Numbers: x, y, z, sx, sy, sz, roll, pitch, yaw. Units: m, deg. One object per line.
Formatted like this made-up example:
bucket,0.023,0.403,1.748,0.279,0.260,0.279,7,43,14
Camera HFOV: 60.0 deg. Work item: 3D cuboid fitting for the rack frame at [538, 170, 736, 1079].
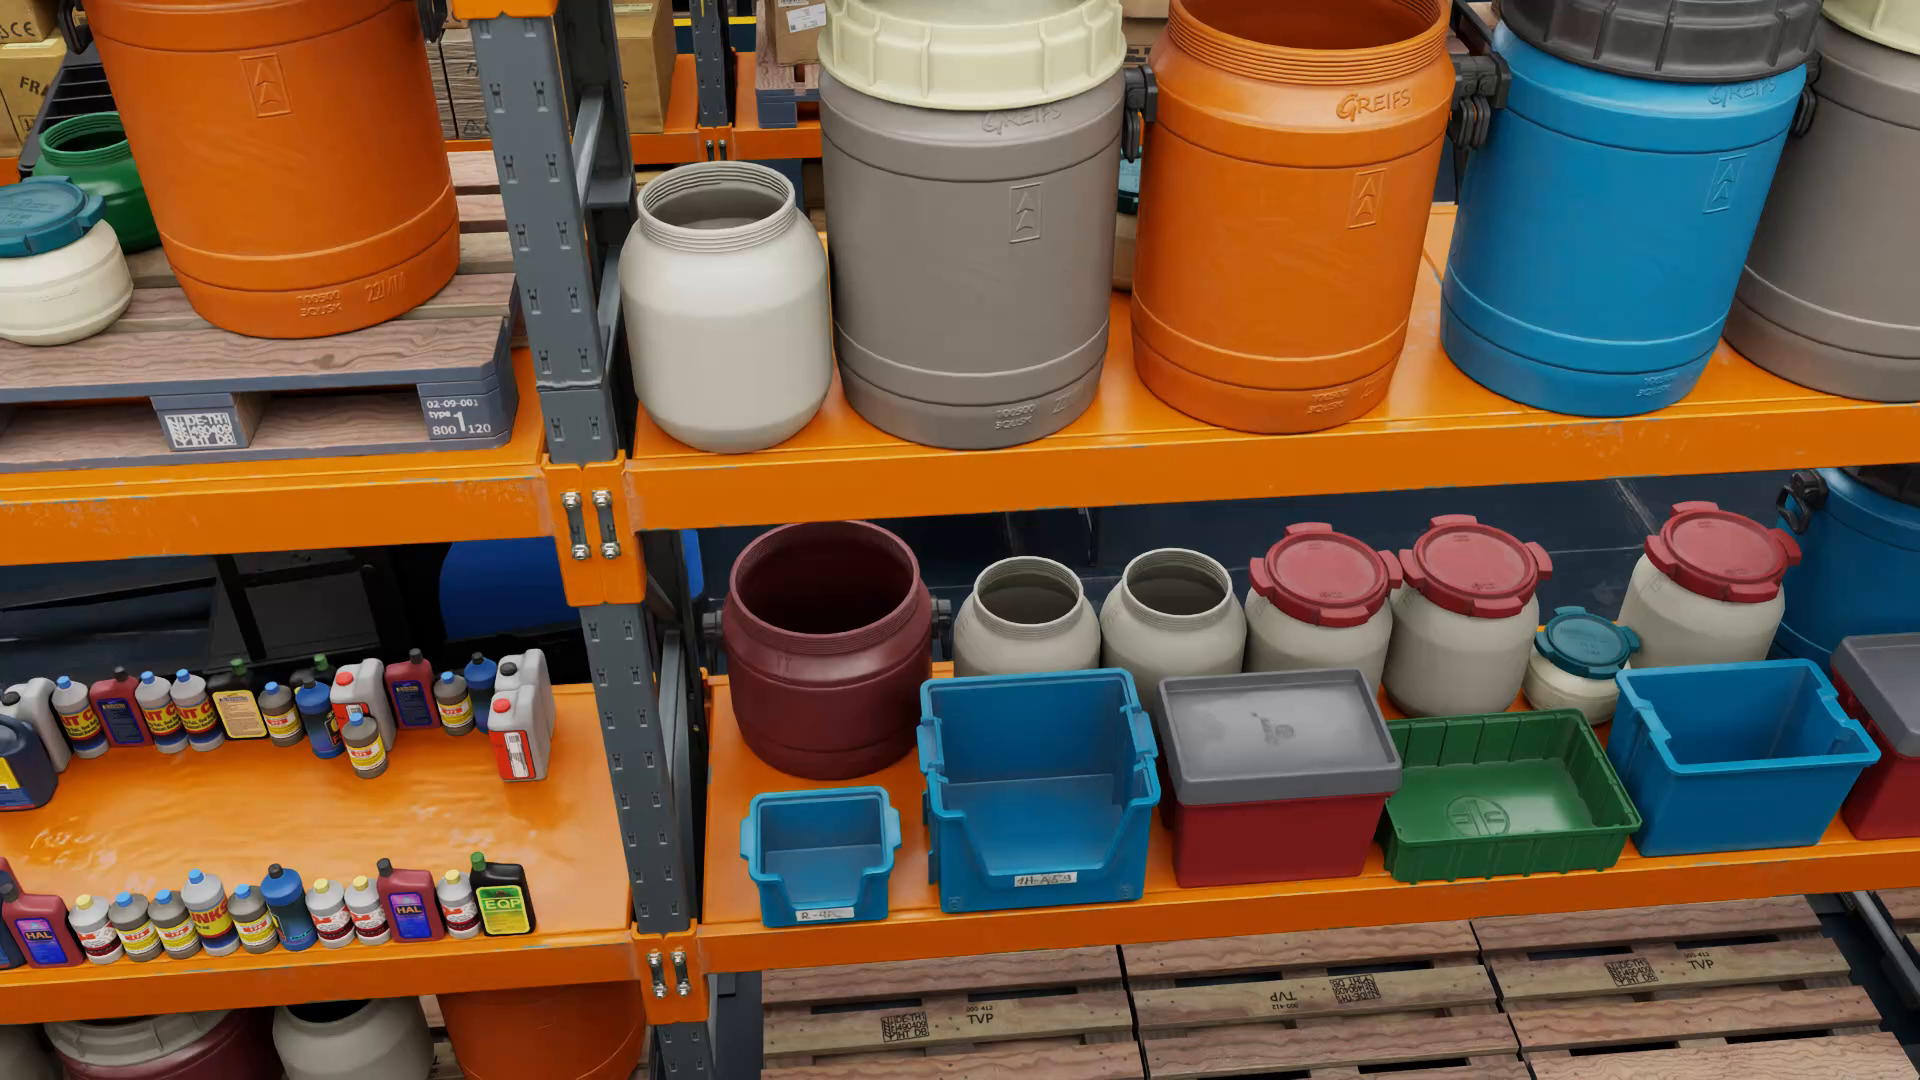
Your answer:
rack frame,-0.815,0.575,4.600,0.127,3.000,1.000,-3,38,-4

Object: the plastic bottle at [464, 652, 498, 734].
plastic bottle,-1.392,0.439,4.876,0.097,0.271,0.097,0,38,0

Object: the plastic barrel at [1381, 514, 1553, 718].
plastic barrel,1.467,0.259,4.890,0.433,0.535,0.433,0,38,0

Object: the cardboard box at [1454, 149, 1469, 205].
cardboard box,3.133,-1.882,9.392,0.500,0.500,0.500,-4,38,-5

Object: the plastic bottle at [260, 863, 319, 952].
plastic bottle,-1.720,0.929,4.255,0.097,0.271,0.097,0,38,0

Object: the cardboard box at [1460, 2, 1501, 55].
cardboard box,2.919,-2.795,9.074,0.250,0.149,0.380,-3,38,-4

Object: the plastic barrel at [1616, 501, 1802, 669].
plastic barrel,2.197,0.219,4.941,0.433,0.535,0.433,0,38,0

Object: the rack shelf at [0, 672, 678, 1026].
rack shelf,-2.807,0.967,4.684,4.000,0.370,1.077,-3,38,-4

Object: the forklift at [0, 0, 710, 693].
forklift,-2.637,-0.740,6.322,3.031,2.935,1.130,-9,39,-11

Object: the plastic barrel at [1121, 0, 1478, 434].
plastic barrel,0.674,-0.719,3.471,0.708,0.830,0.600,-3,38,-4

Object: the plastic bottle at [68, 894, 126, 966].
plastic bottle,-2.205,0.983,4.243,0.097,0.201,0.097,0,38,0

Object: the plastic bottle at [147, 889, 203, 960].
plastic bottle,-2.011,0.972,4.256,0.097,0.201,0.097,0,38,0

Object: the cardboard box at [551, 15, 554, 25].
cardboard box,-1.983,-2.884,8.093,0.637,0.503,0.797,-2,38,-2

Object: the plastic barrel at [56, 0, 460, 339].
plastic barrel,-1.380,-0.907,3.371,0.708,0.830,0.600,-3,38,-4

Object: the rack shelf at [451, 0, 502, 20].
rack shelf,-2.807,-1.231,2.950,4.000,0.370,1.077,-3,38,-4

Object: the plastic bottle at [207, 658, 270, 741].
plastic bottle,-2.102,0.462,4.837,0.133,0.283,0.061,-3,38,-4

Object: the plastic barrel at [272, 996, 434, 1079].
plastic barrel,-1.855,1.510,5.084,0.421,0.512,0.421,0,38,0

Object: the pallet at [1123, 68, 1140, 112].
pallet,0.715,-2.540,8.702,1.213,0.211,1.003,-3,38,-4

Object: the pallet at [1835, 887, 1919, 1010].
pallet,3.842,1.439,5.756,1.213,0.211,1.003,-3,38,-4

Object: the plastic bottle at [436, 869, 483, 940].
plastic bottle,-1.296,0.933,4.306,0.097,0.201,0.097,0,38,0

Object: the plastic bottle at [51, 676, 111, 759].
plastic bottle,-2.543,0.502,4.796,0.097,0.271,0.097,0,38,0

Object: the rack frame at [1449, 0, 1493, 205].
rack frame,2.731,-2.701,8.751,0.127,3.000,1.000,-3,38,-4

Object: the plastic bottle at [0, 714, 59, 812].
plastic bottle,-2.668,0.587,4.624,0.185,0.351,0.144,-3,38,-4

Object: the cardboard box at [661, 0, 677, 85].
cardboard box,-1.762,-2.662,8.621,0.500,0.500,0.500,-2,38,-3

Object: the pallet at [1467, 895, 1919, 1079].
pallet,2.391,1.517,5.657,1.213,0.211,1.003,-3,38,-4

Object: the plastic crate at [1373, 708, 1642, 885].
plastic crate,1.460,0.708,4.602,0.662,0.188,0.450,-3,38,-4

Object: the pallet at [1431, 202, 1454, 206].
pallet,3.397,-1.665,9.690,1.213,0.211,1.003,-3,38,-4

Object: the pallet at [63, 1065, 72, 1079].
pallet,-2.809,1.803,5.294,1.213,0.211,1.003,-3,38,-4

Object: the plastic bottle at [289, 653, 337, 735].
plastic bottle,-1.873,0.449,4.853,0.133,0.283,0.061,-3,38,-4

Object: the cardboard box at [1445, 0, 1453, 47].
cardboard box,1.927,-3.144,8.490,1.000,1.000,1.000,-3,38,-4

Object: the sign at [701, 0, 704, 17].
sign,-1.201,-2.594,7.681,0.005,0.325,0.100,-3,38,-4

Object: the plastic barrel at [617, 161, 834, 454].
plastic barrel,-0.478,-0.475,3.418,0.421,0.512,0.421,0,38,0

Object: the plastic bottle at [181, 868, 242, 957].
plastic bottle,-1.914,0.940,4.241,0.097,0.271,0.097,0,38,0

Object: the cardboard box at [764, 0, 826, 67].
cardboard box,-0.719,-2.740,8.381,0.500,0.500,0.500,-8,39,-10

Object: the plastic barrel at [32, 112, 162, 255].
plastic barrel,-1.890,-0.791,3.695,0.294,0.245,0.294,0,38,0

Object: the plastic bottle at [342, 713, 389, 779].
plastic bottle,-1.706,0.578,4.756,0.097,0.201,0.097,0,38,0

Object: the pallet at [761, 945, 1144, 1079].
pallet,-0.040,1.651,5.488,1.213,0.211,1.003,-3,38,-4

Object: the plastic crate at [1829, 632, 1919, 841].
plastic crate,2.714,0.545,4.586,0.583,0.464,0.402,-3,38,-4

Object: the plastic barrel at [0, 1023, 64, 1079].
plastic barrel,-2.980,1.572,5.006,0.421,0.512,0.421,0,38,0

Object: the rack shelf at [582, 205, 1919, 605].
rack shelf,1.178,-0.430,4.033,4.000,0.370,1.077,-3,38,-4

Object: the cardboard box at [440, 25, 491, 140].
cardboard box,-2.220,-2.317,8.184,0.500,0.500,0.500,-3,38,-4

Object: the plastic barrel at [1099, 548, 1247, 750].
plastic barrel,0.611,0.319,4.833,0.421,0.512,0.421,0,38,0

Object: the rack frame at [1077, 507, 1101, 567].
rack frame,0.591,-0.621,7.327,0.032,1.500,0.500,-3,38,-4

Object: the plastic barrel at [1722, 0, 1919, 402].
plastic barrel,2.031,-0.822,3.543,0.600,0.901,0.600,0,38,0

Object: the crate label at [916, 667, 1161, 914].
crate label,0.199,0.673,4.447,0.616,0.435,0.502,-3,38,-4

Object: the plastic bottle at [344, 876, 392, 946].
plastic bottle,-1.526,0.946,4.290,0.097,0.201,0.097,0,38,0

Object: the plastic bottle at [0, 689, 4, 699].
plastic bottle,-2.815,0.501,4.734,0.185,0.351,0.144,-3,38,-4

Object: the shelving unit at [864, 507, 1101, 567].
shelving unit,0.085,-0.593,7.291,1.048,1.500,0.538,-3,38,-4

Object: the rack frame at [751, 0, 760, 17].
rack frame,-1.592,-5.547,12.359,0.127,3.000,1.000,-3,38,-4

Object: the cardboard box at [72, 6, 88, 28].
cardboard box,-3.917,-2.766,7.943,0.637,0.503,0.797,-3,38,-3

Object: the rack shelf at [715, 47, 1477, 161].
rack shelf,0.739,-2.309,8.835,4.000,0.370,1.077,-3,38,-4

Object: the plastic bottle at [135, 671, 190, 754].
plastic bottle,-2.313,0.490,4.812,0.097,0.271,0.097,0,38,0

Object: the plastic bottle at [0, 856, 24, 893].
plastic bottle,-2.515,0.890,4.295,0.133,0.283,0.061,-3,38,-4

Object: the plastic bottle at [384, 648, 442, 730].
plastic bottle,-1.606,0.435,4.872,0.133,0.283,0.061,-3,38,-4

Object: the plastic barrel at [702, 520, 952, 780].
plastic barrel,-0.379,0.309,4.827,0.708,0.536,0.600,-3,38,-4

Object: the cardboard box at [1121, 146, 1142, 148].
cardboard box,1.083,-1.826,9.306,0.500,0.500,0.700,-6,39,-8

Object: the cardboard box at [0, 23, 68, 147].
cardboard box,-4.257,-2.200,8.036,0.500,0.500,0.500,-3,38,-4
